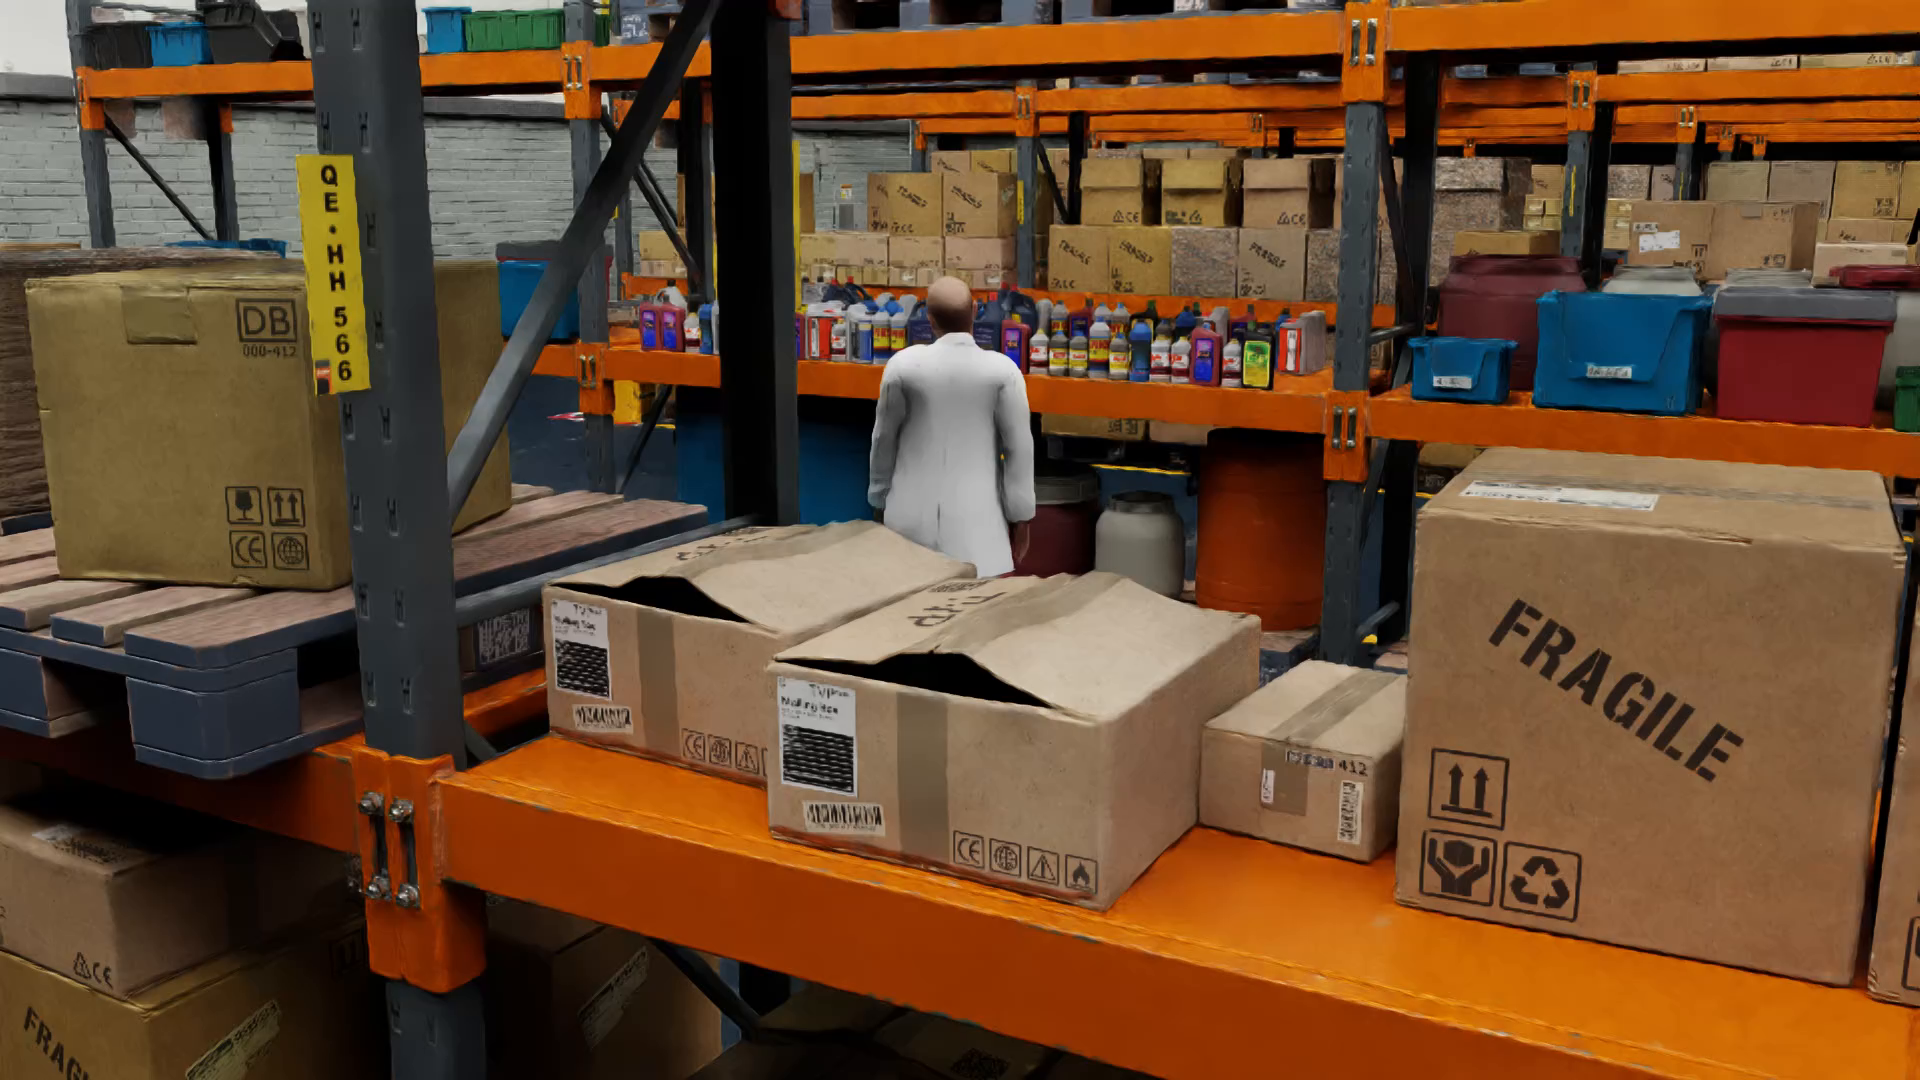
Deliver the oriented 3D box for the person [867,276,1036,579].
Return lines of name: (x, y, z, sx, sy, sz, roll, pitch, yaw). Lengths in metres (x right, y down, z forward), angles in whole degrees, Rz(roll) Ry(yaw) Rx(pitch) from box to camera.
person: (-0.029, -0.102, 6.332, 0.647, 1.786, 0.520, 2, 12, 7)
